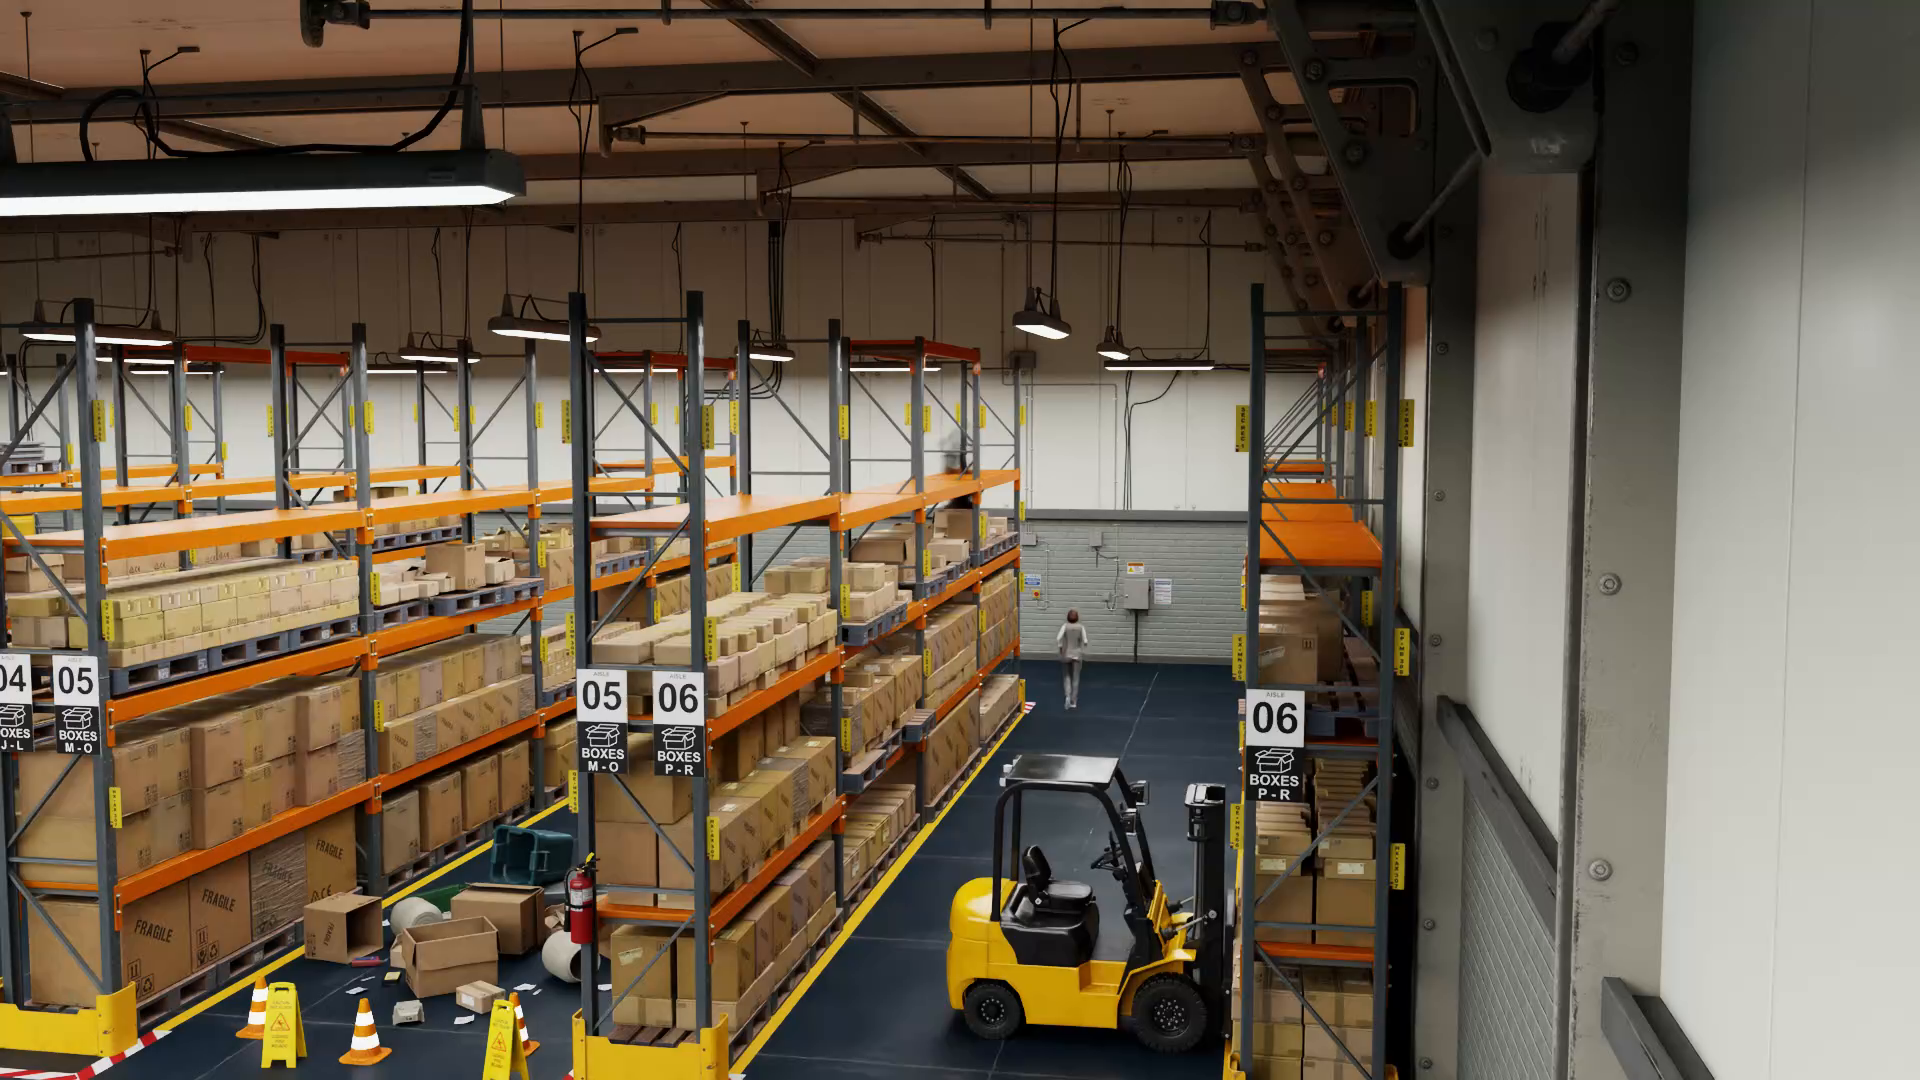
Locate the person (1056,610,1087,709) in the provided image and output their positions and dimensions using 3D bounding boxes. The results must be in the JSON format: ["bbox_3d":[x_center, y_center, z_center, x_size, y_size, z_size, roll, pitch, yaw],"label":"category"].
[{"bbox_3d":[1.802,1.931,26.905,0.516,1.641,0.613,0,5,3],"label":"person"}]
